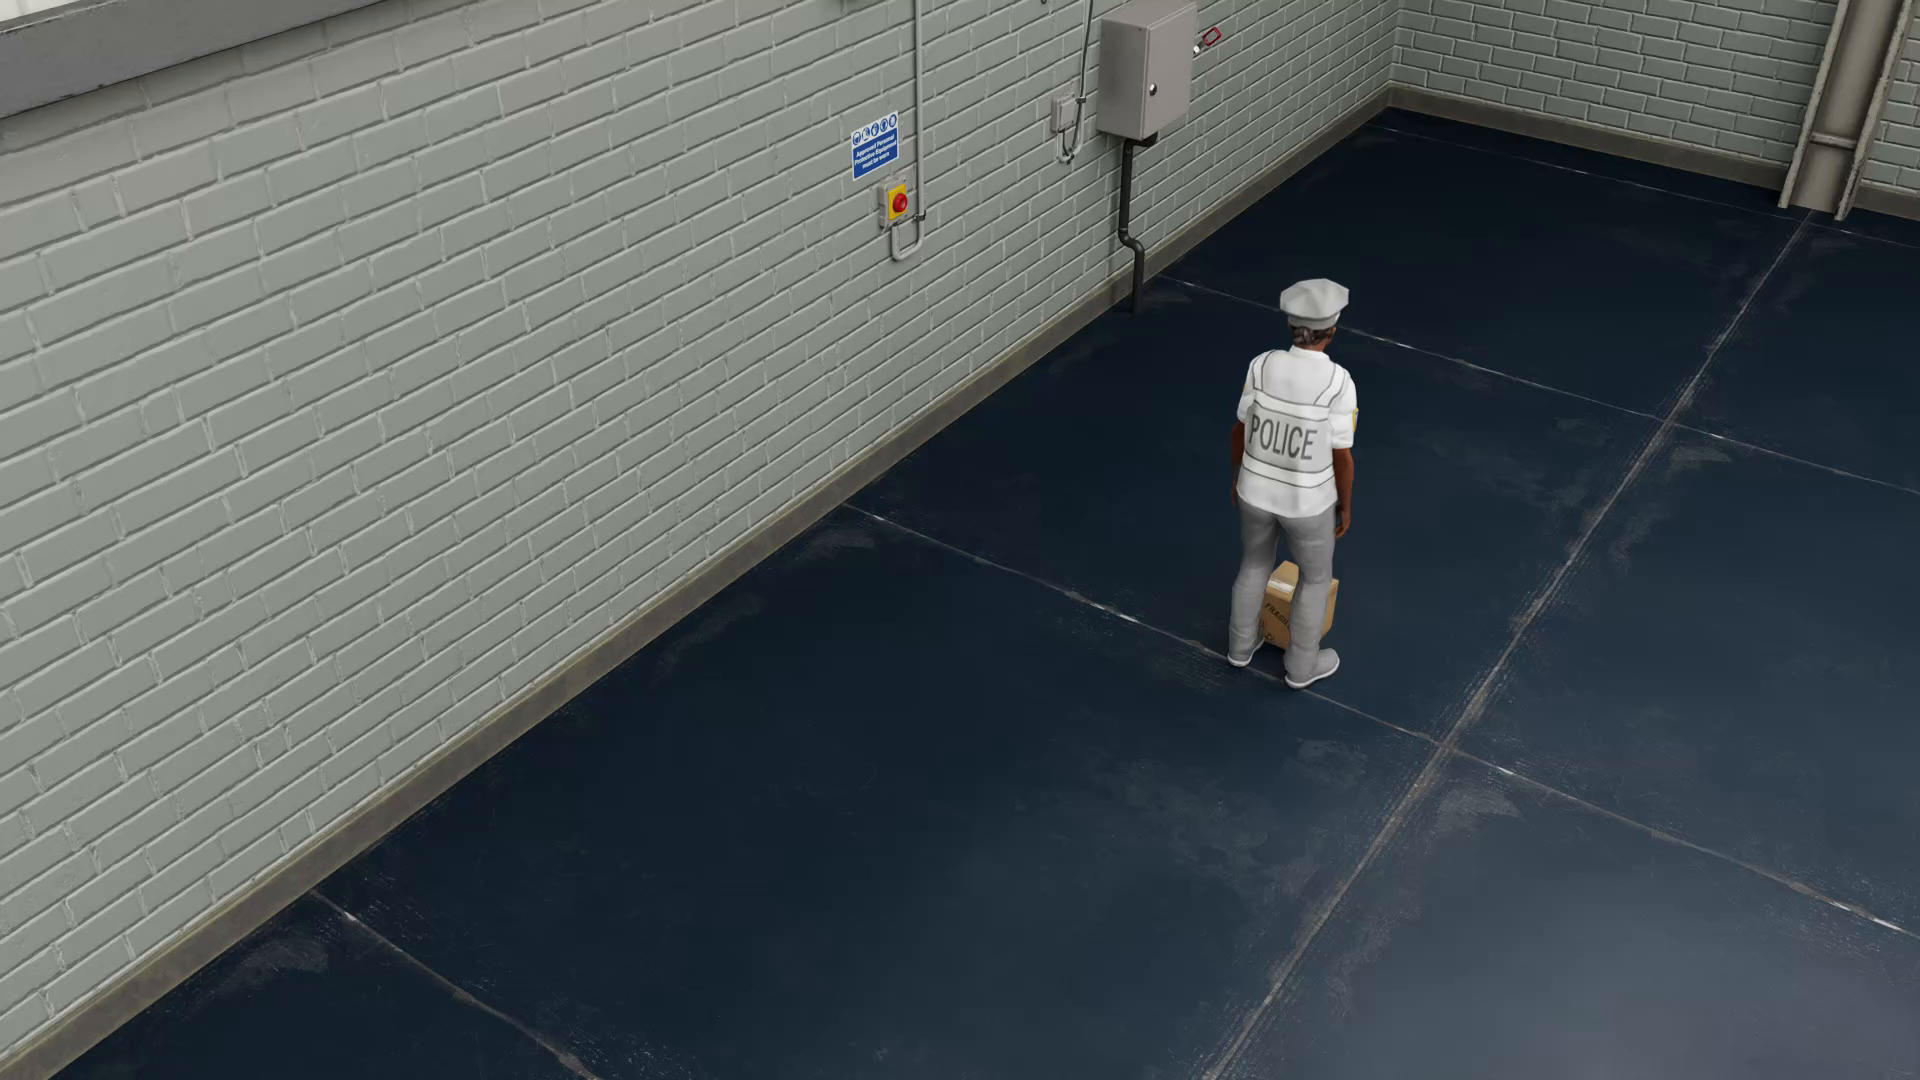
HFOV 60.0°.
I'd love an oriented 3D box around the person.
[{"bbox_3d":[1.286,-0.173,6.397,0.499,1.655,0.395,20,39,26],"label":"person"}]
